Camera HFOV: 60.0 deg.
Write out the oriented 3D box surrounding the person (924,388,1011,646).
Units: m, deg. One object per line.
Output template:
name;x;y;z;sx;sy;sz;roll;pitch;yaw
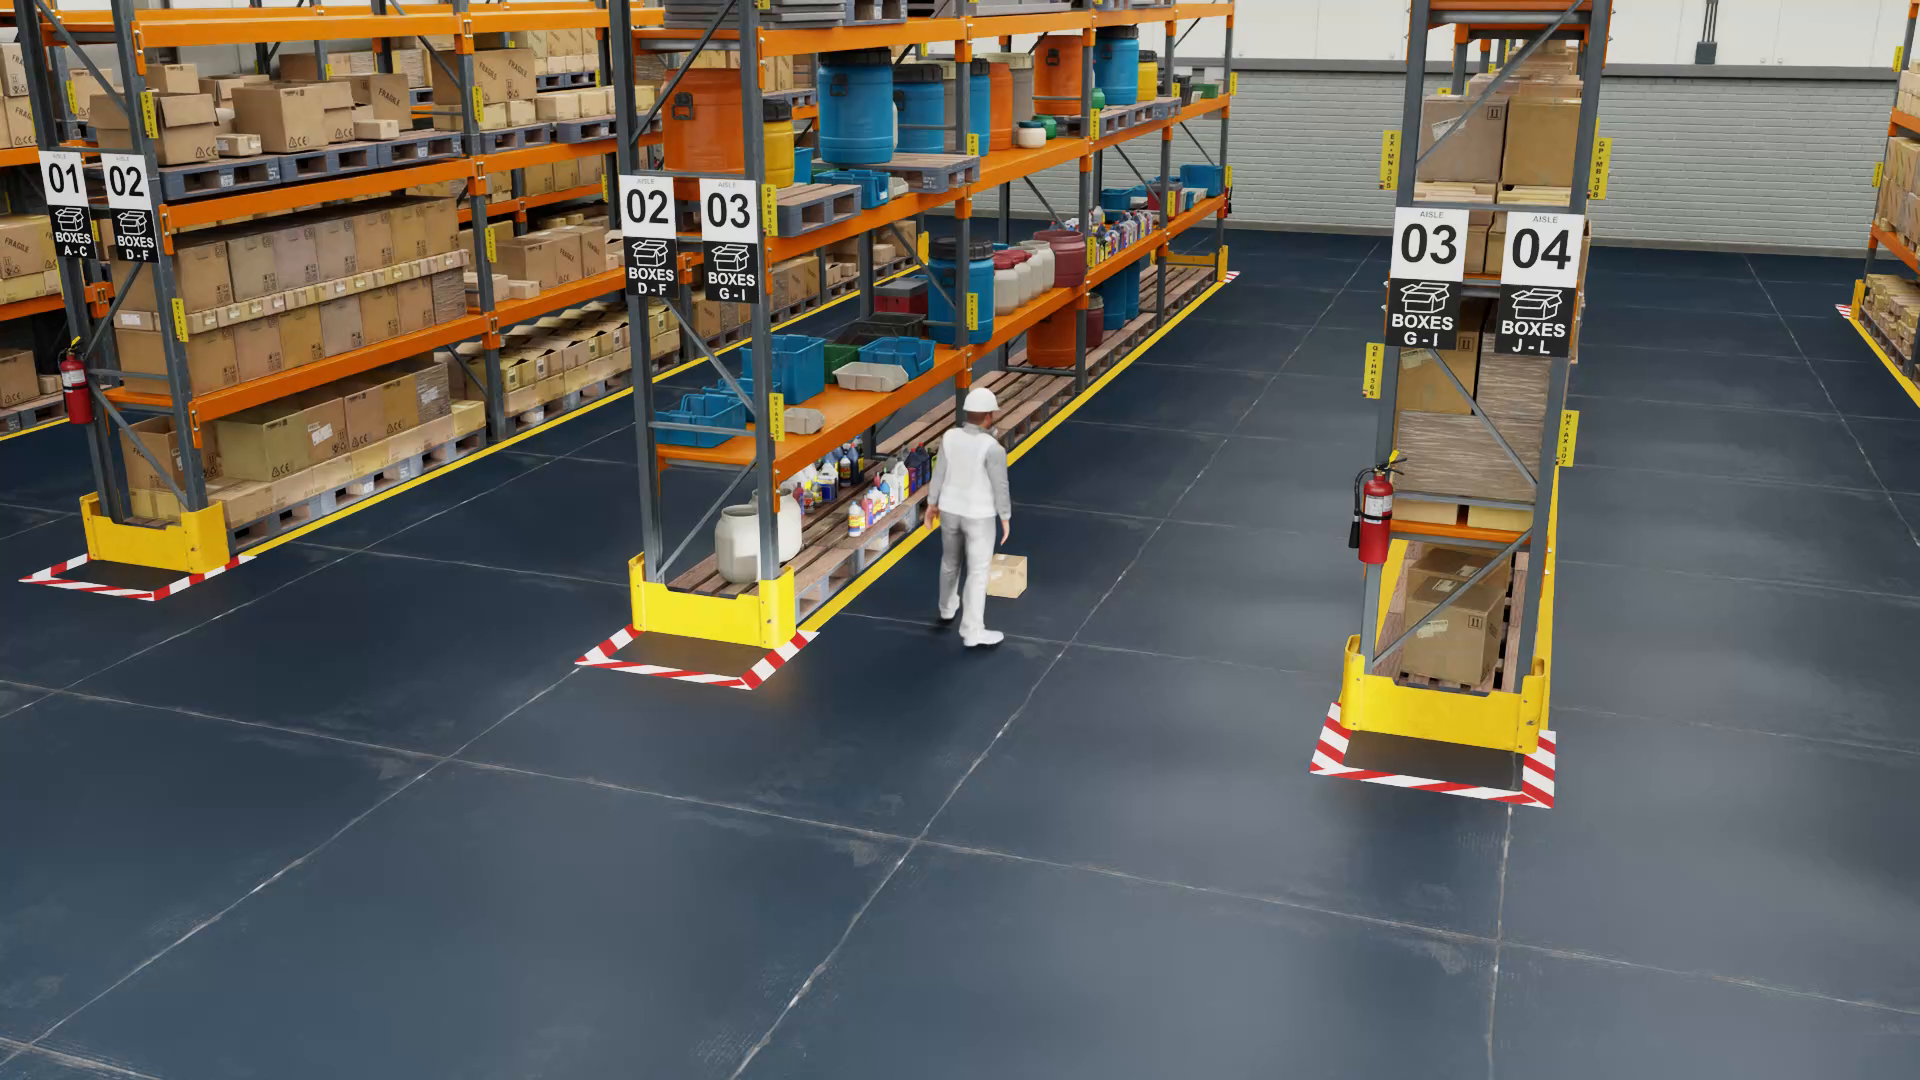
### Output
person;0.052;-0.204;11.586;0.711;1.753;0.643;12;22;31
